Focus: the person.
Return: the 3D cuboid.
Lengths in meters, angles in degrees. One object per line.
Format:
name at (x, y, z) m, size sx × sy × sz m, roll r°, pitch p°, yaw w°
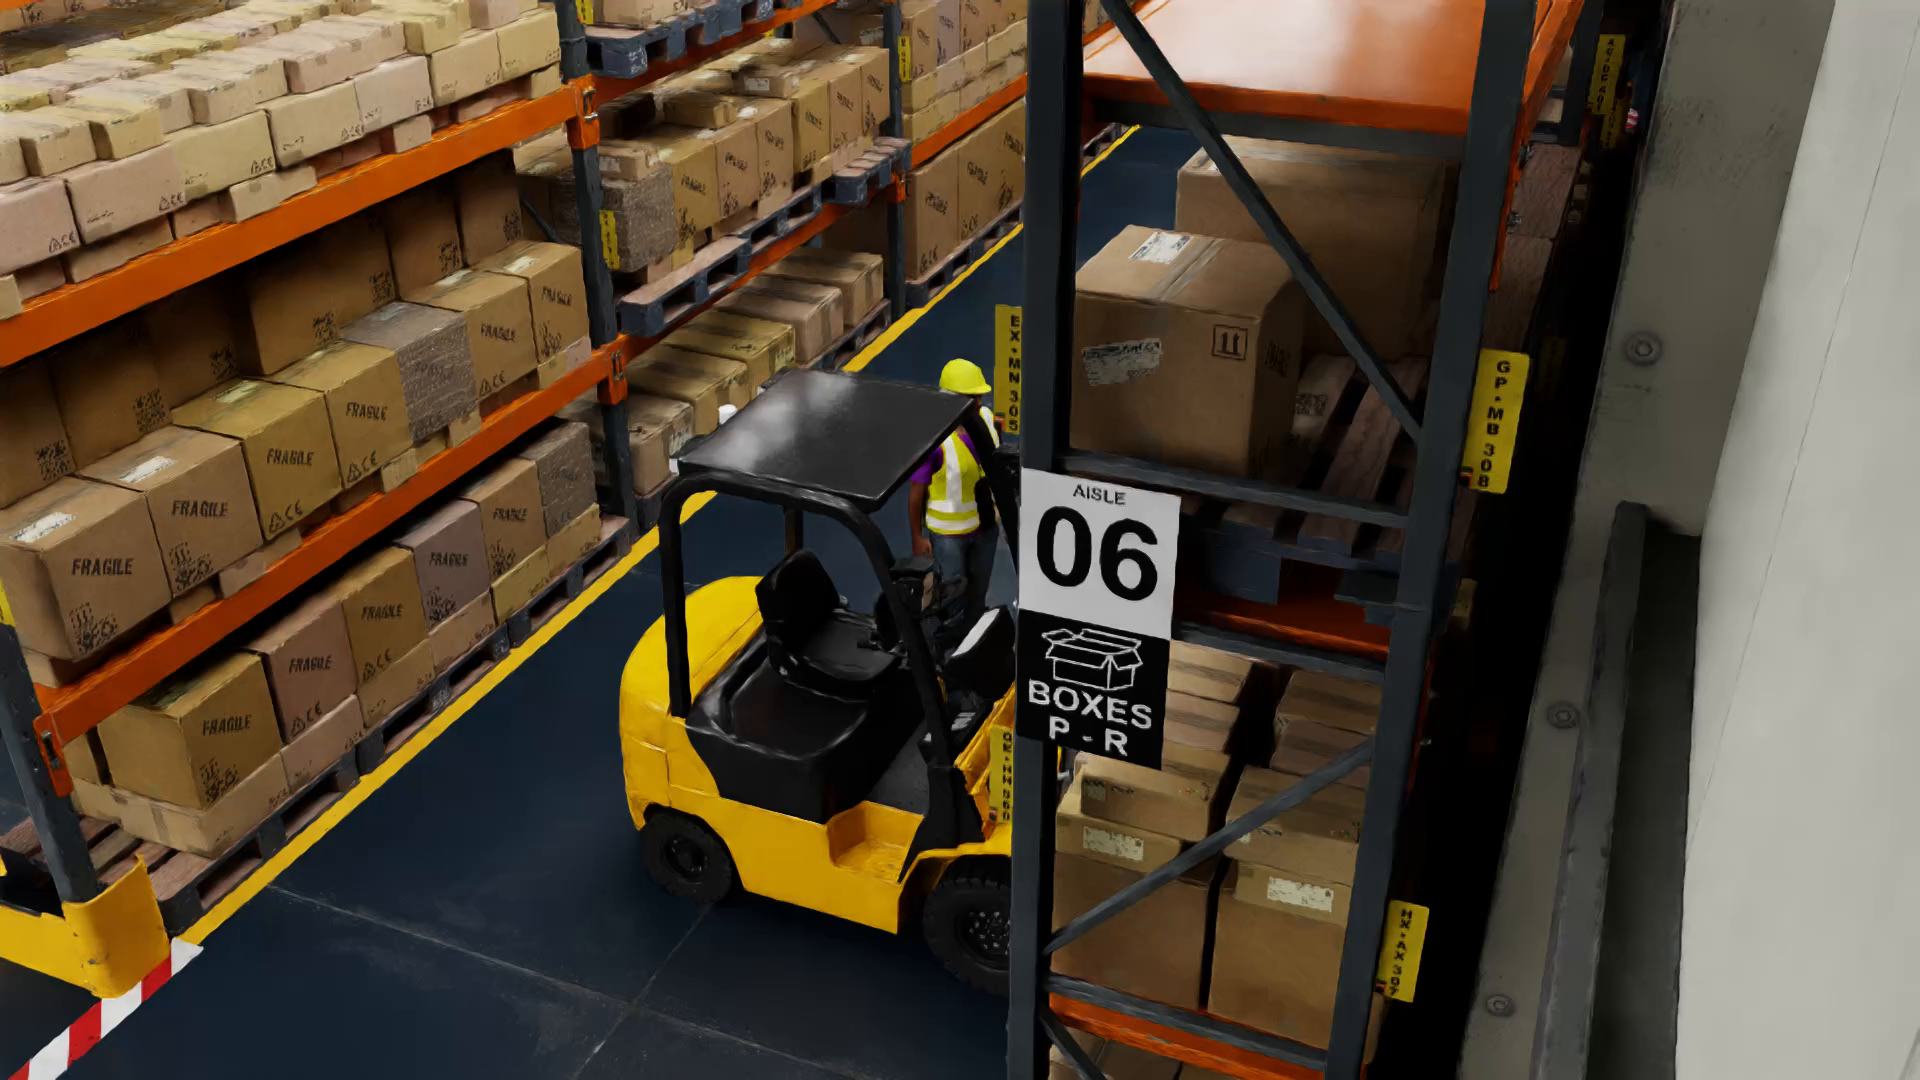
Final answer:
person at (0.011, -0.065, 8.473) m, size 0.683 × 1.773 × 0.421 m, roll -22°, pitch 36°, yaw -33°
